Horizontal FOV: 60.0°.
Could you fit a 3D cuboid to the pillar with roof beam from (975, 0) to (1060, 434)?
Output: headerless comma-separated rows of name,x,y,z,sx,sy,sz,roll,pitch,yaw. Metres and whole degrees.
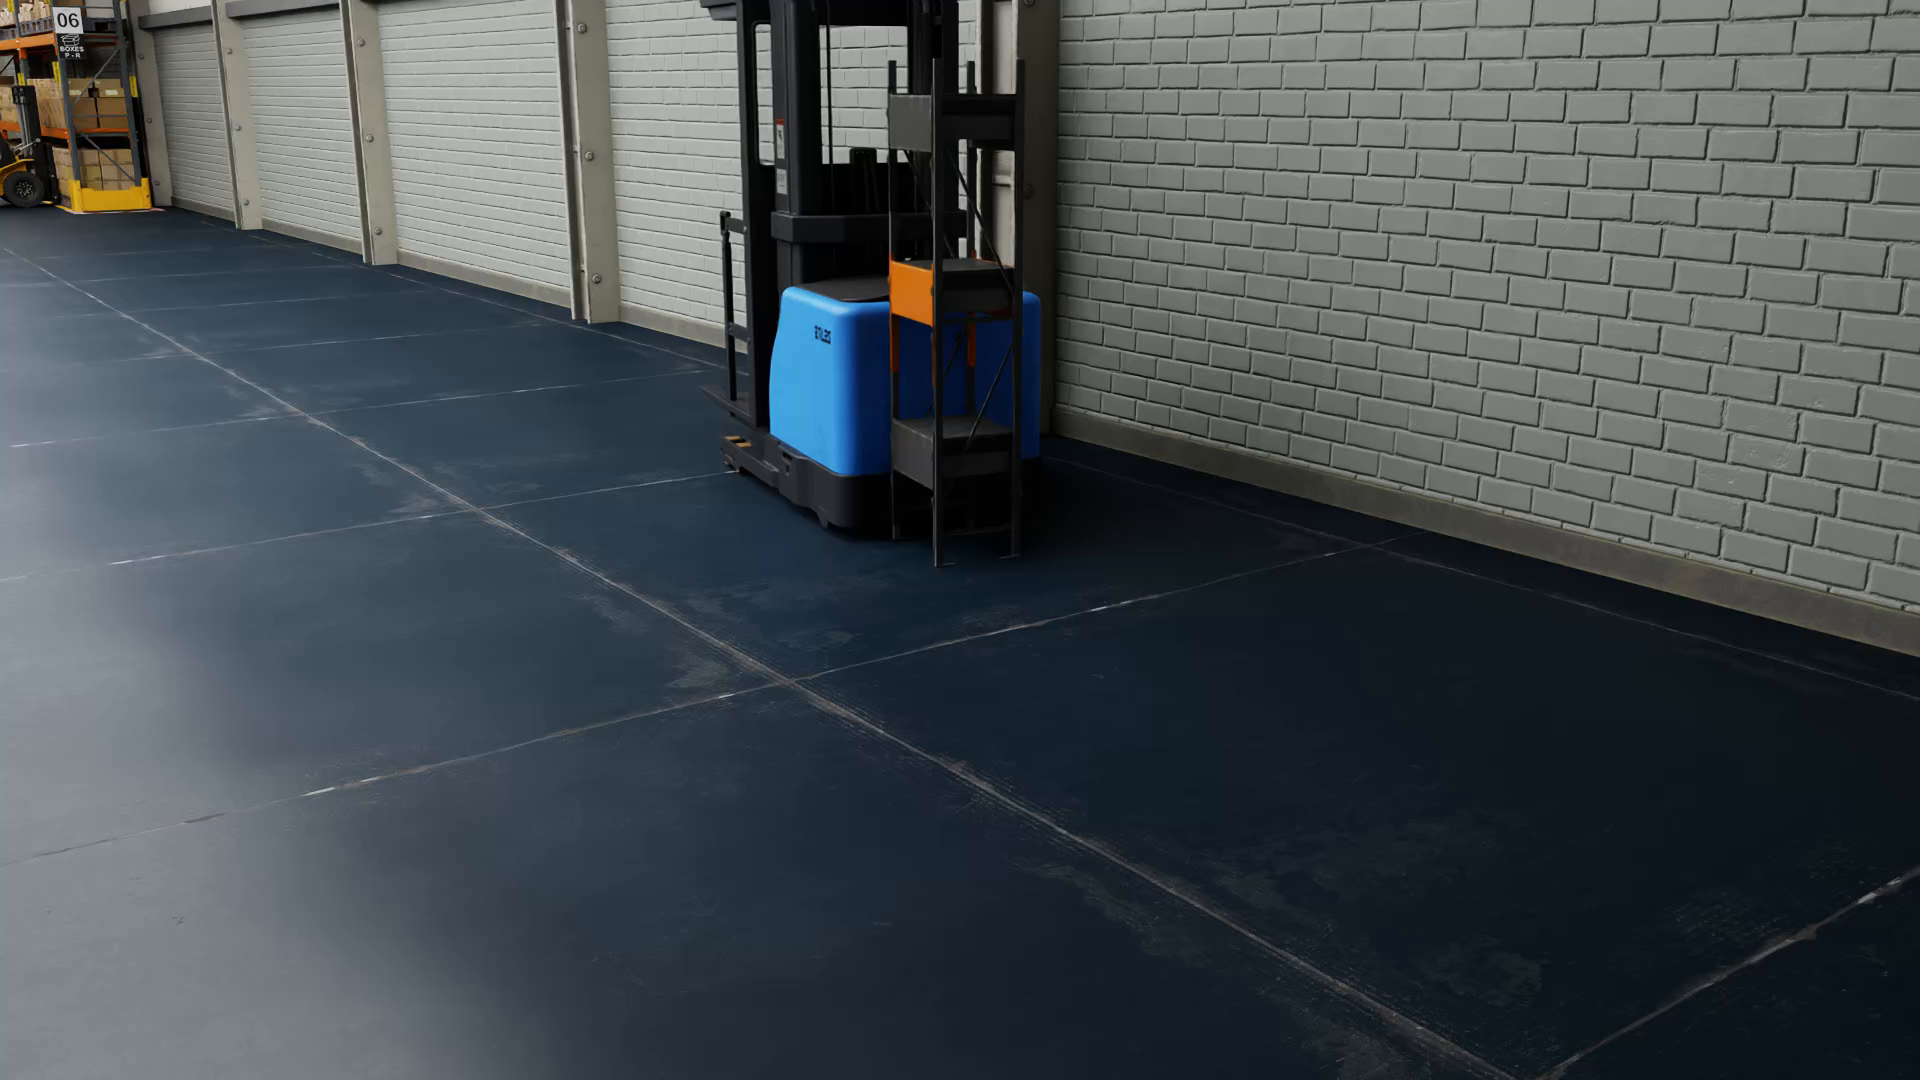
pillar with roof beam,-3.158,-4.337,6.376,9.100,9.000,0.400,-11,19,-35

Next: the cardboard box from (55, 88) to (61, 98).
cardboard box,-14.712,-7.389,27.474,0.380,0.149,0.250,-11,18,-34

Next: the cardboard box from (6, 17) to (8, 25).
cardboard box,-17.351,-9.566,30.654,0.380,0.149,0.250,-11,19,-35

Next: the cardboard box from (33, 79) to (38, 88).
cardboard box,-16.059,-8.027,29.239,0.380,0.149,0.250,-10,18,-33

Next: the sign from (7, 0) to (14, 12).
sign,-16.892,-9.564,29.579,0.100,0.325,0.005,-11,19,-35

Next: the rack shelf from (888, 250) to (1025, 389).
rack shelf,-0.022,-0.959,7.153,0.431,0.518,0.480,-7,17,-23

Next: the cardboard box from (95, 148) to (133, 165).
cardboard box,-14.236,-6.438,27.937,0.500,0.250,0.500,-11,19,-35

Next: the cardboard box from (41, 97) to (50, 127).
cardboard box,-15.512,-7.388,28.696,0.500,0.500,0.500,-11,19,-34

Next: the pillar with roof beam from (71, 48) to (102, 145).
pillar with roof beam,-20.797,-10.743,29.781,9.100,9.000,0.400,-11,19,-35

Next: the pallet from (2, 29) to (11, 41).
pallet,-17.679,-9.642,31.800,1.003,0.211,1.213,-10,18,-32

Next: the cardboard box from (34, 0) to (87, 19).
cardboard box,-15.086,-8.985,27.864,0.700,0.500,0.500,-11,19,-34

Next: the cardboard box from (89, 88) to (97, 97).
cardboard box,-14.293,-7.464,27.748,0.380,0.149,0.250,-11,19,-35

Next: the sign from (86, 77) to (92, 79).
sign,-16.011,-8.344,30.591,0.100,0.325,0.005,-11,19,-35

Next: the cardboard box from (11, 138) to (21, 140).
cardboard box,-20.713,-8.786,36.707,0.380,0.149,0.250,-12,19,-37

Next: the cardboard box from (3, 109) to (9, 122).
cardboard box,-18.456,-8.343,32.660,0.500,0.250,0.500,-11,19,-36

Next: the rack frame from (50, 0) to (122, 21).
rack frame,-14.107,-9.841,26.487,1.000,3.000,0.127,-11,19,-35

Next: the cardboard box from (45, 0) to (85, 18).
cardboard box,-14.564,-8.750,27.008,0.500,0.500,0.500,-10,18,-33

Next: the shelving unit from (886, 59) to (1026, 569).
shelving unit,-0.022,-0.972,7.149,0.431,2.100,0.503,-7,17,-23

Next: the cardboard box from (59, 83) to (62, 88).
cardboard box,-14.658,-7.544,27.476,0.380,0.149,0.250,-11,19,-34

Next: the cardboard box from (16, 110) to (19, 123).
cardboard box,-17.534,-8.014,31.458,0.500,0.250,0.500,-11,19,-34

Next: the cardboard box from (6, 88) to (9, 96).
cardboard box,-18.368,-8.742,32.416,0.380,0.149,0.250,-11,19,-34

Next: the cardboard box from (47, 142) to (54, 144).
cardboard box,-18.865,-8.126,34.293,0.380,0.149,0.250,-10,18,-32

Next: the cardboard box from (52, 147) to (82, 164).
cardboard box,-15.240,-6.571,28.420,0.500,0.250,0.500,-11,19,-34

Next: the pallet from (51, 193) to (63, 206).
pallet,-15.304,-6.020,29.171,1.003,0.211,1.213,-11,19,-35

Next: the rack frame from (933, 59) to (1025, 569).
rack frame,0.077,-0.913,6.934,0.400,2.100,0.015,-7,17,-23

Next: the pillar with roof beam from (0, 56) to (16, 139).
pillar with roof beam,-27.853,-13.305,39.143,9.100,9.000,0.400,-11,19,-35

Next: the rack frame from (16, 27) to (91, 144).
rack frame,-16.459,-7.802,30.400,1.000,3.000,0.127,-11,19,-35

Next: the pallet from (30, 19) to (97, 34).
pallet,-15.223,-8.768,28.414,1.003,0.211,1.213,-11,19,-35

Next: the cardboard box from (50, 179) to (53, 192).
cardboard box,-15.534,-6.199,28.955,0.500,0.250,0.500,-10,18,-33

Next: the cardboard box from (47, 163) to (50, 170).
cardboard box,-15.544,-6.444,28.904,0.500,0.250,0.500,-11,19,-35

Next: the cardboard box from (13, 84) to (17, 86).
cardboard box,-18.987,-9.041,33.942,0.500,0.500,0.500,-10,18,-32

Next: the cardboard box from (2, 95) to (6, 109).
cardboard box,-18.454,-8.585,32.598,0.500,0.250,0.500,-10,18,-33

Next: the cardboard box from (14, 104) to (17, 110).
cardboard box,-17.559,-8.255,31.391,0.500,0.250,0.500,-10,18,-33

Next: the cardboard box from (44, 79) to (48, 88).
cardboard box,-15.320,-7.753,28.240,0.380,0.149,0.250,-10,18,-33

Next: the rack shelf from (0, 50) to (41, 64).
rack shelf,-19.987,-10.183,34.780,1.077,0.370,4.000,-11,19,-35

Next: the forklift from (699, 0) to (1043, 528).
forklift,-0.669,-1.811,8.641,1.130,2.935,3.031,-7,17,-23

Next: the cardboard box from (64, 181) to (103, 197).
cardboard box,-14.639,-5.875,27.774,0.500,0.250,0.500,-11,19,-34

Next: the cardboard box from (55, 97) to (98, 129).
cardboard box,-14.609,-7.060,27.501,0.500,0.500,0.500,-11,19,-36

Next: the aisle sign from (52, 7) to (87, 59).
aisle sign,-14.306,-8.142,26.718,0.394,0.787,0.004,-11,19,-35

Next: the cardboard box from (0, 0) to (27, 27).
cardboard box,-17.983,-9.992,31.545,0.500,0.500,0.500,-10,18,-33

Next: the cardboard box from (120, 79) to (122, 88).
cardboard box,-14.237,-7.624,27.767,0.380,0.149,0.250,-10,18,-33

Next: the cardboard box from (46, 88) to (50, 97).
cardboard box,-15.311,-7.610,28.279,0.380,0.149,0.250,-11,19,-34

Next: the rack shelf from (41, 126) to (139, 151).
rack shelf,-15.283,-7.028,28.934,1.077,0.370,4.000,-11,19,-35

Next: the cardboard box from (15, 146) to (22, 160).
cardboard box,-18.064,-7.440,32.779,0.875,0.625,0.625,-10,18,-33

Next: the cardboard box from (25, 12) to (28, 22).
cardboard box,-15.989,-9.071,28.846,0.380,0.149,0.250,-10,18,-33

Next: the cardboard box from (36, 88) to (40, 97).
cardboard box,-15.917,-7.827,29.074,0.380,0.149,0.250,-11,19,-35

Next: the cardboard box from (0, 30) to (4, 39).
cardboard box,-19.309,-10.102,33.407,0.500,0.250,0.500,-12,19,-36

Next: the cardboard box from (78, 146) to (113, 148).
cardboard box,-15.114,-6.763,29.125,0.500,0.250,0.500,-11,19,-36

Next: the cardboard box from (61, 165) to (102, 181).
cardboard box,-14.646,-6.121,27.723,0.500,0.250,0.500,-11,19,-35
